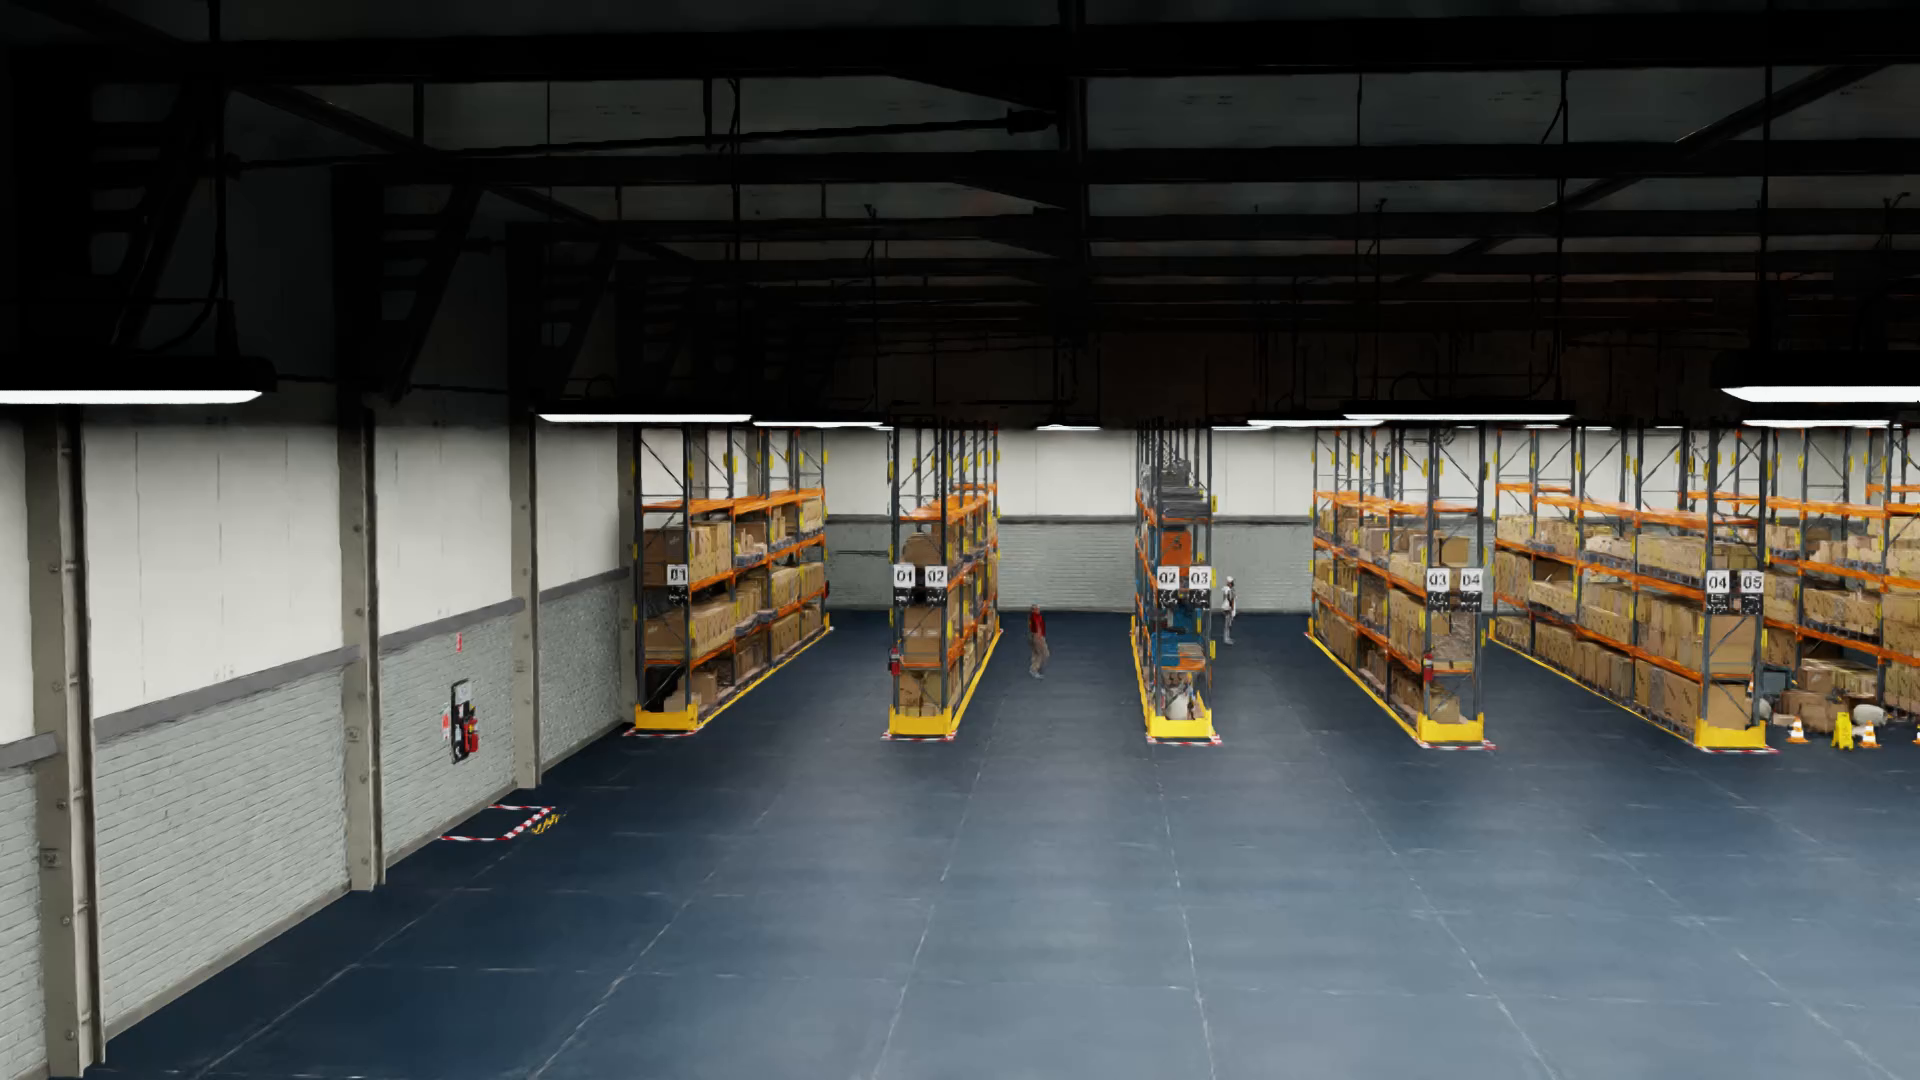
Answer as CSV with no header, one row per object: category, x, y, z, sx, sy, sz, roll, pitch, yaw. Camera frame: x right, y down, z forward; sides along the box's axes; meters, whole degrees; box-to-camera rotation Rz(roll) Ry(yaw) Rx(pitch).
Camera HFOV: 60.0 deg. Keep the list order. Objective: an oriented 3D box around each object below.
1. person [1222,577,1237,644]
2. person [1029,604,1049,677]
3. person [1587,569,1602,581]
person,7.278,1.876,44.911,0.392,1.788,0.690,0,4,-5
person,1.772,2.340,38.594,0.461,1.724,0.586,-1,4,-21
person,19.267,1.611,50.359,0.514,1.658,0.532,3,5,41
